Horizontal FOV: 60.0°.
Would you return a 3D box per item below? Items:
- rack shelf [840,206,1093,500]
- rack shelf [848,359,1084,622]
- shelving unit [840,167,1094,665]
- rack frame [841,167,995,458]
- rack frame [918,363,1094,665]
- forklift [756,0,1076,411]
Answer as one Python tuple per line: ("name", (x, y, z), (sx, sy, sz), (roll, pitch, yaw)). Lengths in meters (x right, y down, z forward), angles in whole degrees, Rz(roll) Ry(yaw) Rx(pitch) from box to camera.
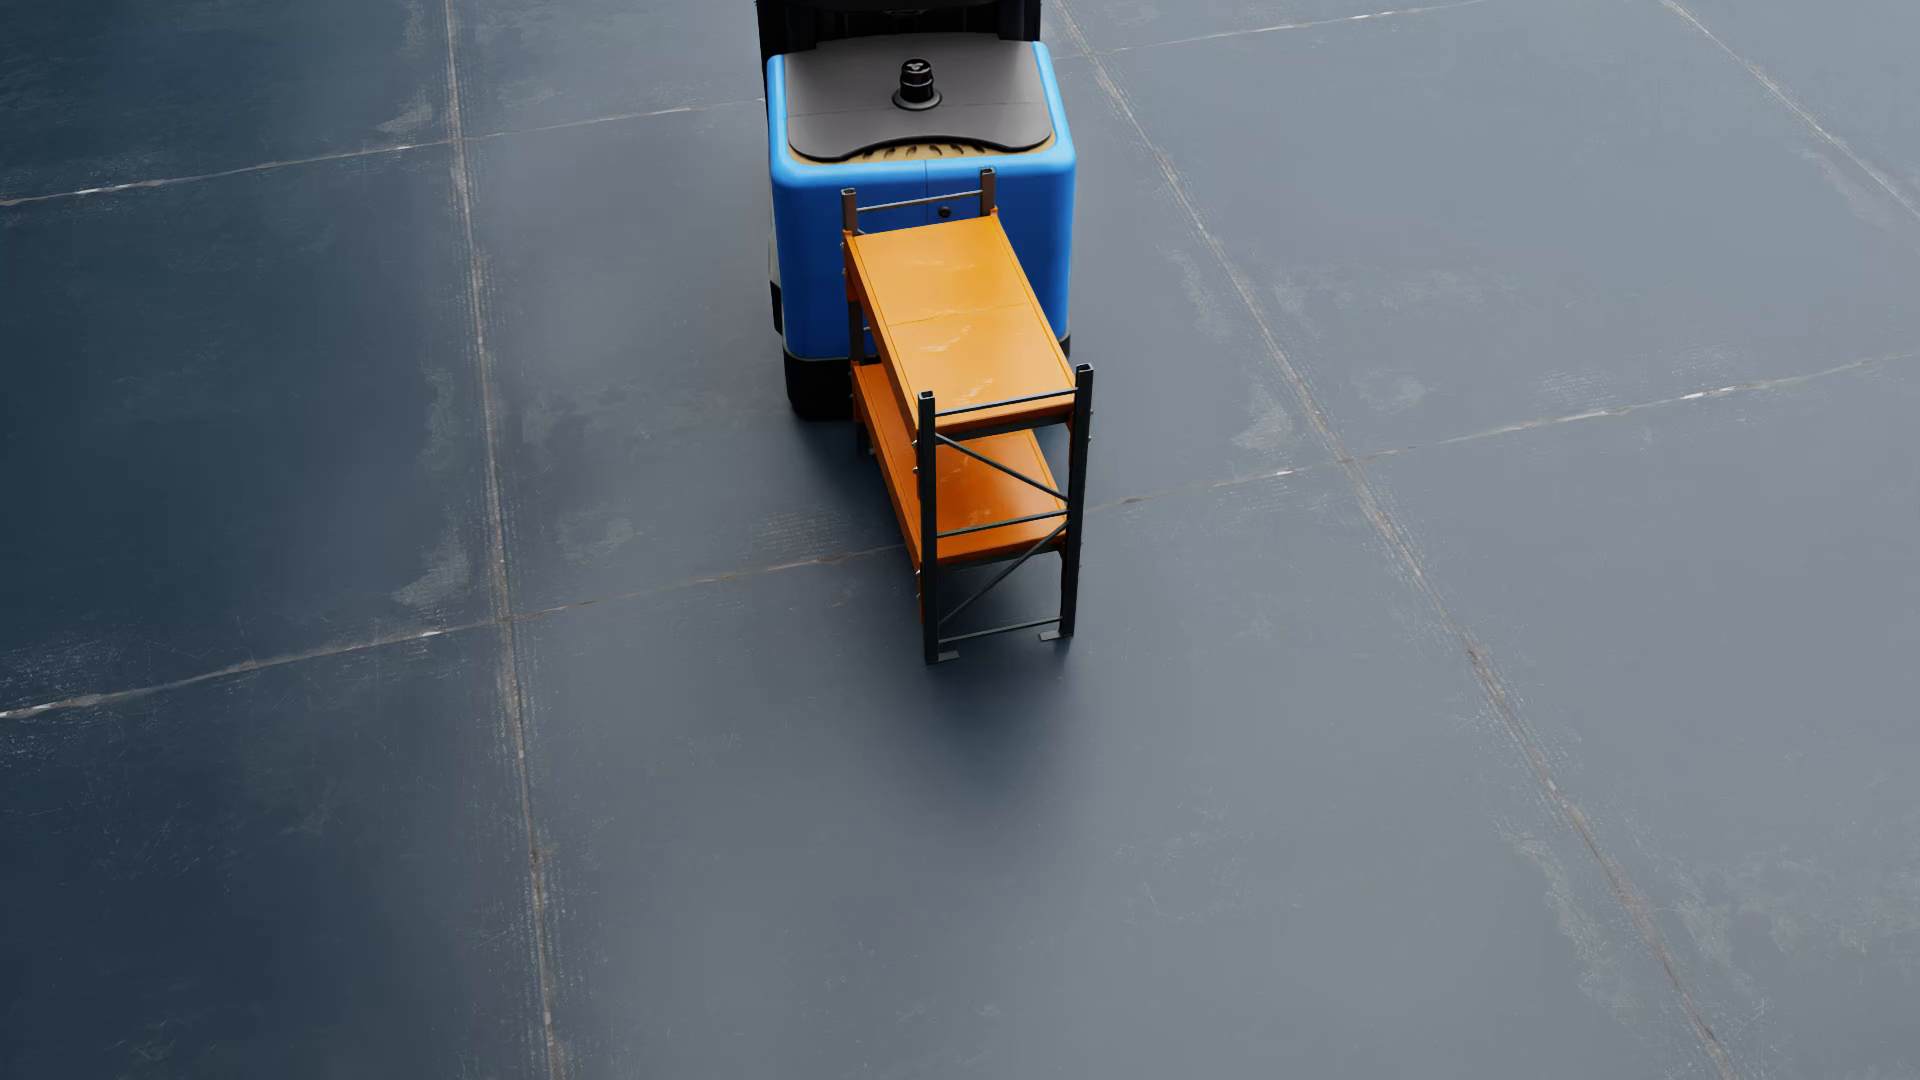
("rack shelf", (-0.002, -0.603, 5.144), (0.538, 0.278, 1.000), (-11, 47, -10))
("rack shelf", (-0.002, -0.227, 5.527), (0.538, 0.278, 1.000), (-11, 47, -10))
("shelving unit", (-0.002, -0.398, 5.353), (0.538, 1.125, 1.048), (-11, 47, -10))
("rack frame", (-0.132, -0.749, 5.697), (0.500, 1.125, 0.032), (-11, 47, -10))
("rack frame", (0.128, -0.047, 5.009), (0.500, 1.125, 0.032), (-11, 47, -10))
("forklift", (-0.258, -2.554, 6.201), (1.130, 2.935, 3.031), (-4, 46, -4))
